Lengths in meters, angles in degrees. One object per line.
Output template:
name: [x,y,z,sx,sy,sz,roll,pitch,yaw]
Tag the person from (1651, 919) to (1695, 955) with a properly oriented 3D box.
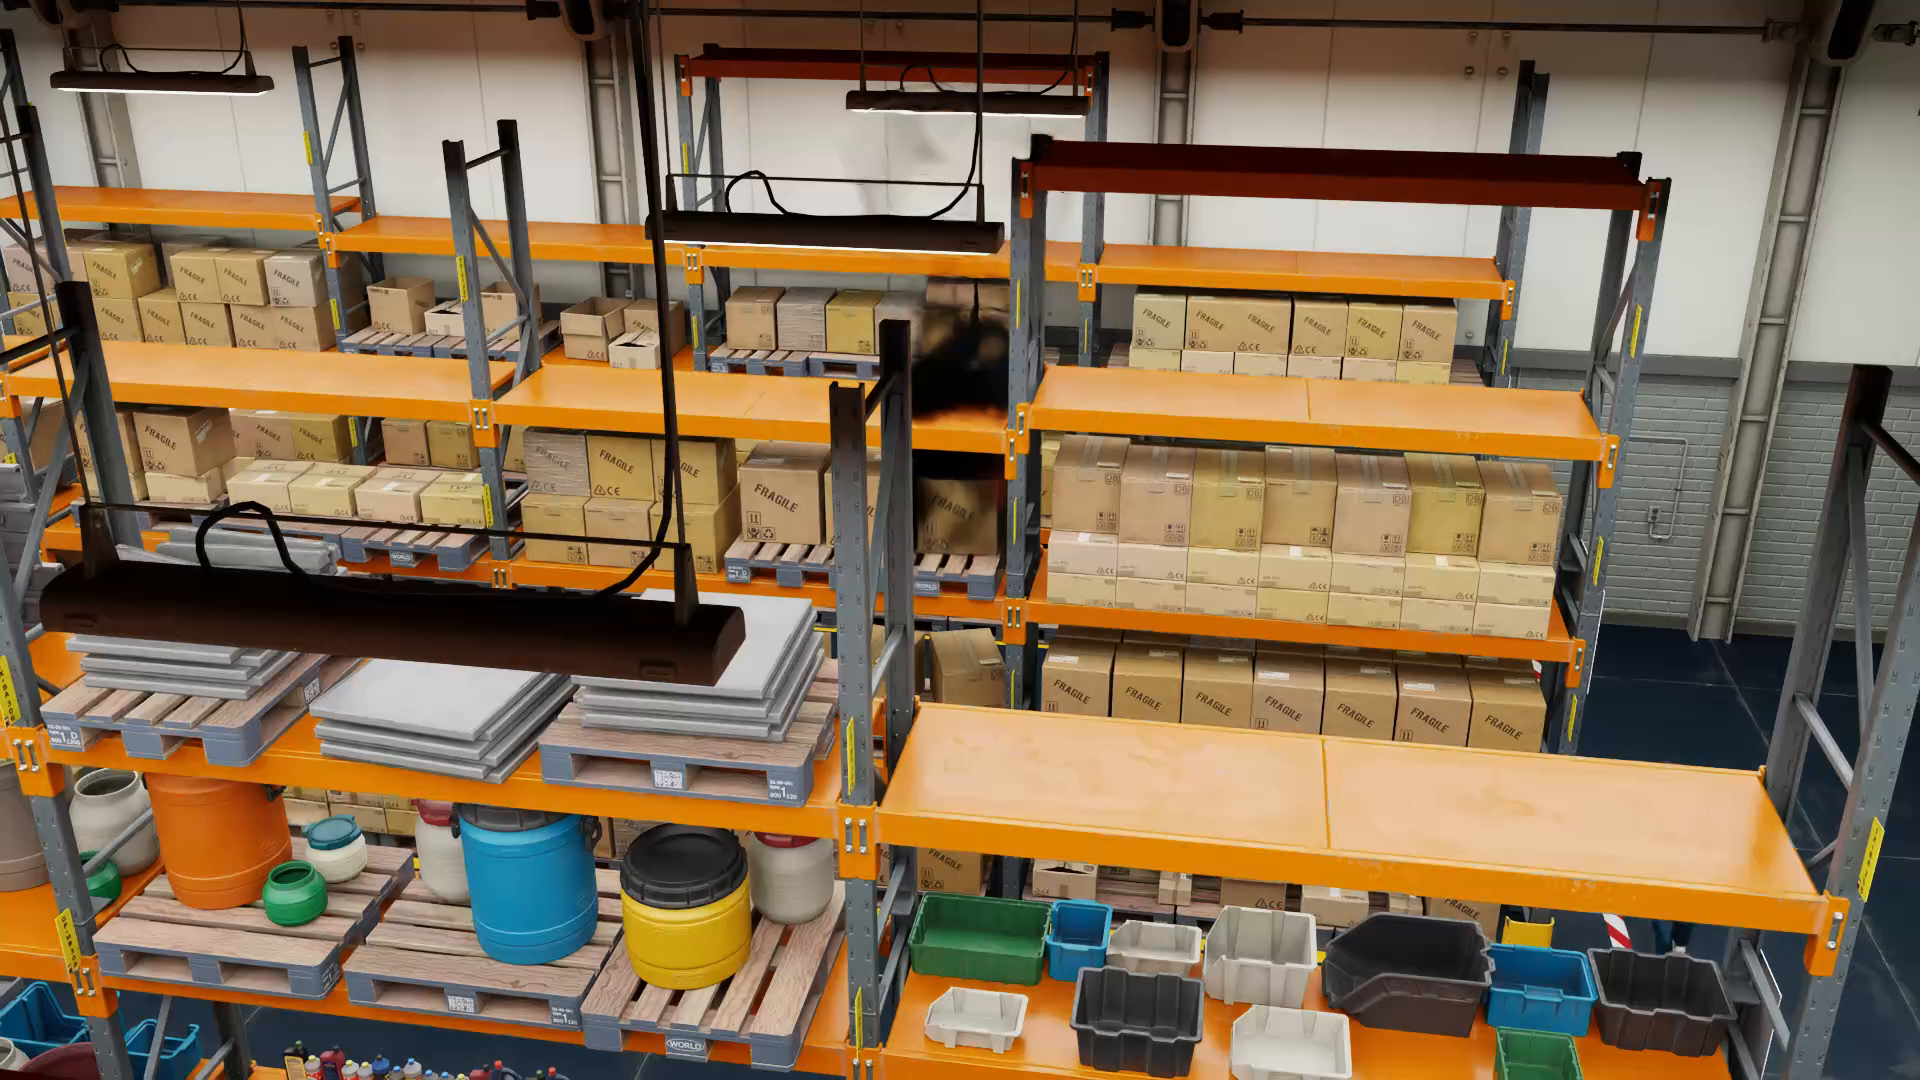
person: [5.191,2.600,12.195,0.596,1.558,0.831,10,25,23]
